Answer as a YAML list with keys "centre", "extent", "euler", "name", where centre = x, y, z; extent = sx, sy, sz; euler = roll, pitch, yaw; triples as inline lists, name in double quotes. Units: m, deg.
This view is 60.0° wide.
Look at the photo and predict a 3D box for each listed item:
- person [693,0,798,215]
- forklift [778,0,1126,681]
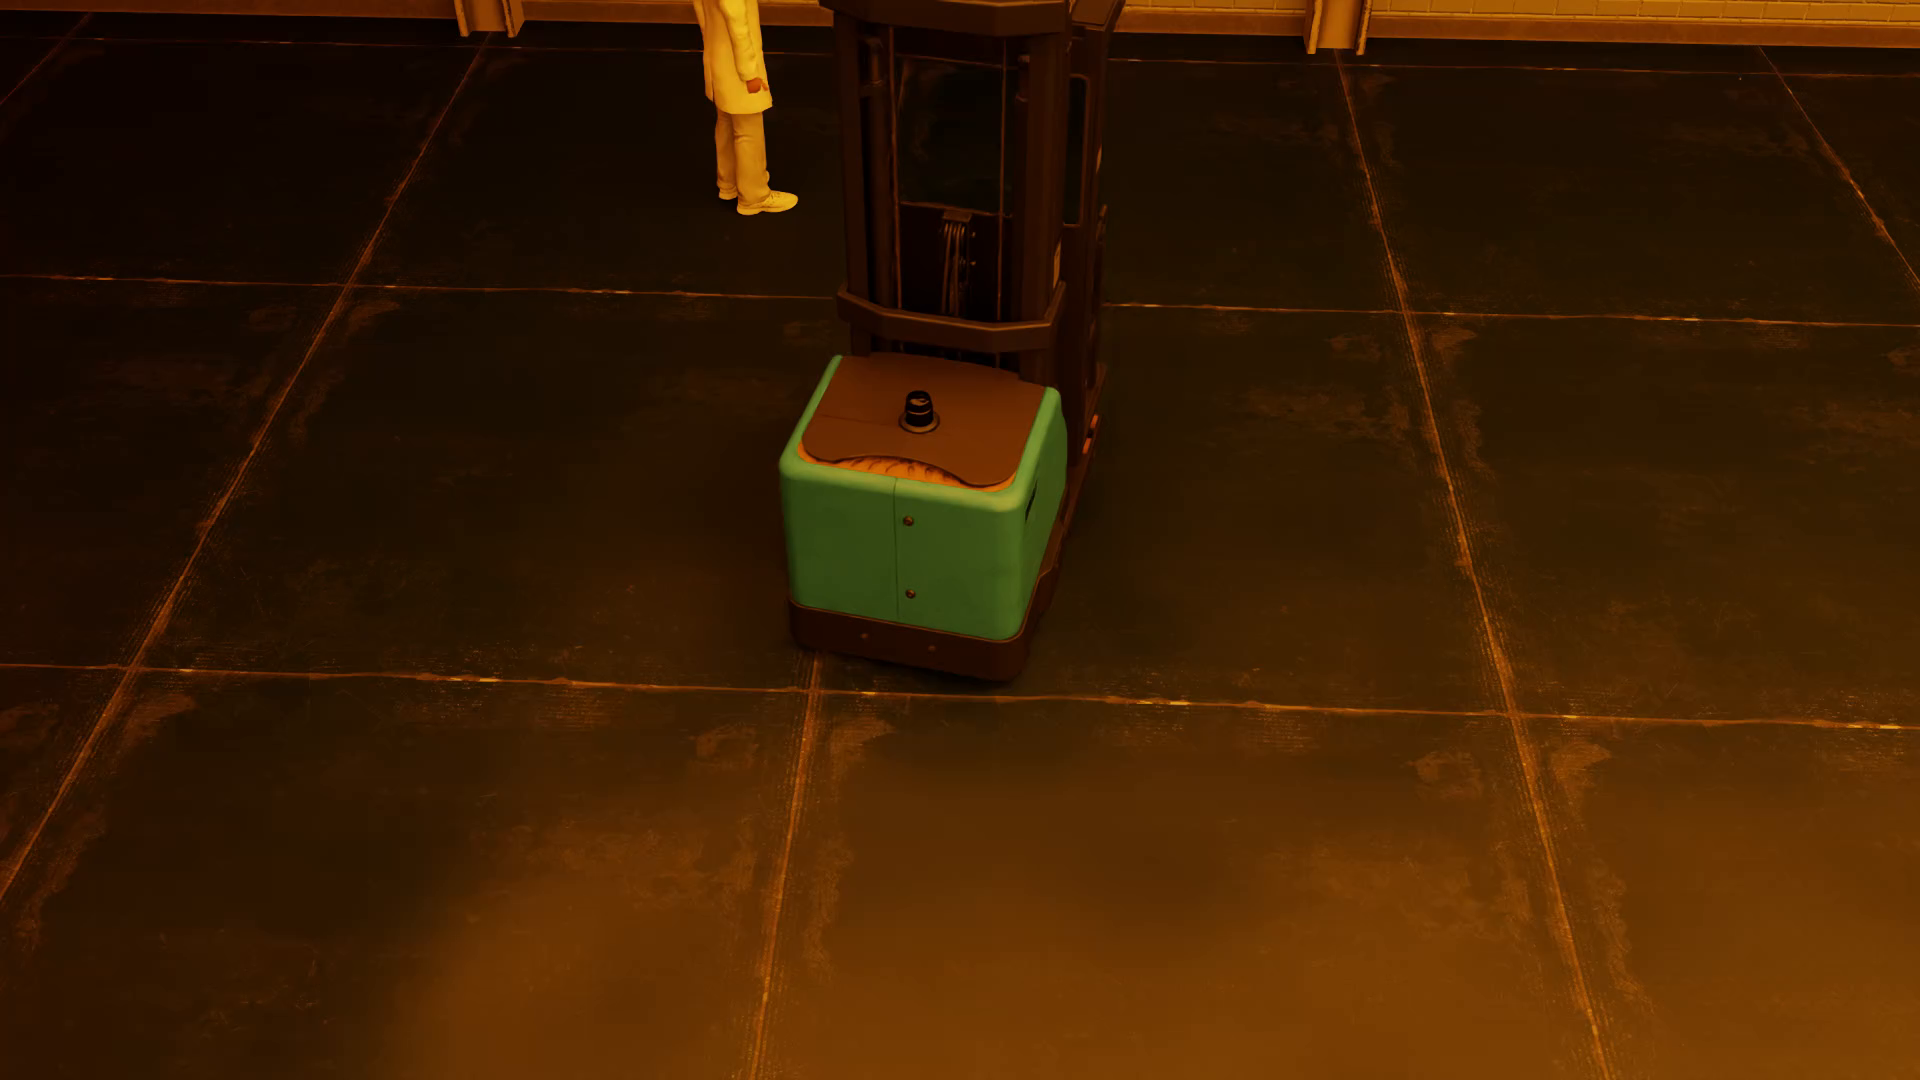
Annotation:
- centre: [-1.277, -2.770, 9.629]
  extent: [0.393, 1.782, 0.551]
  euler: [-23, 47, -23]
  name: "person"
- centre: [0.104, -1.483, 7.367]
  extent: [1.130, 2.935, 3.031]
  euler: [10, 43, 10]
  name: "forklift"
